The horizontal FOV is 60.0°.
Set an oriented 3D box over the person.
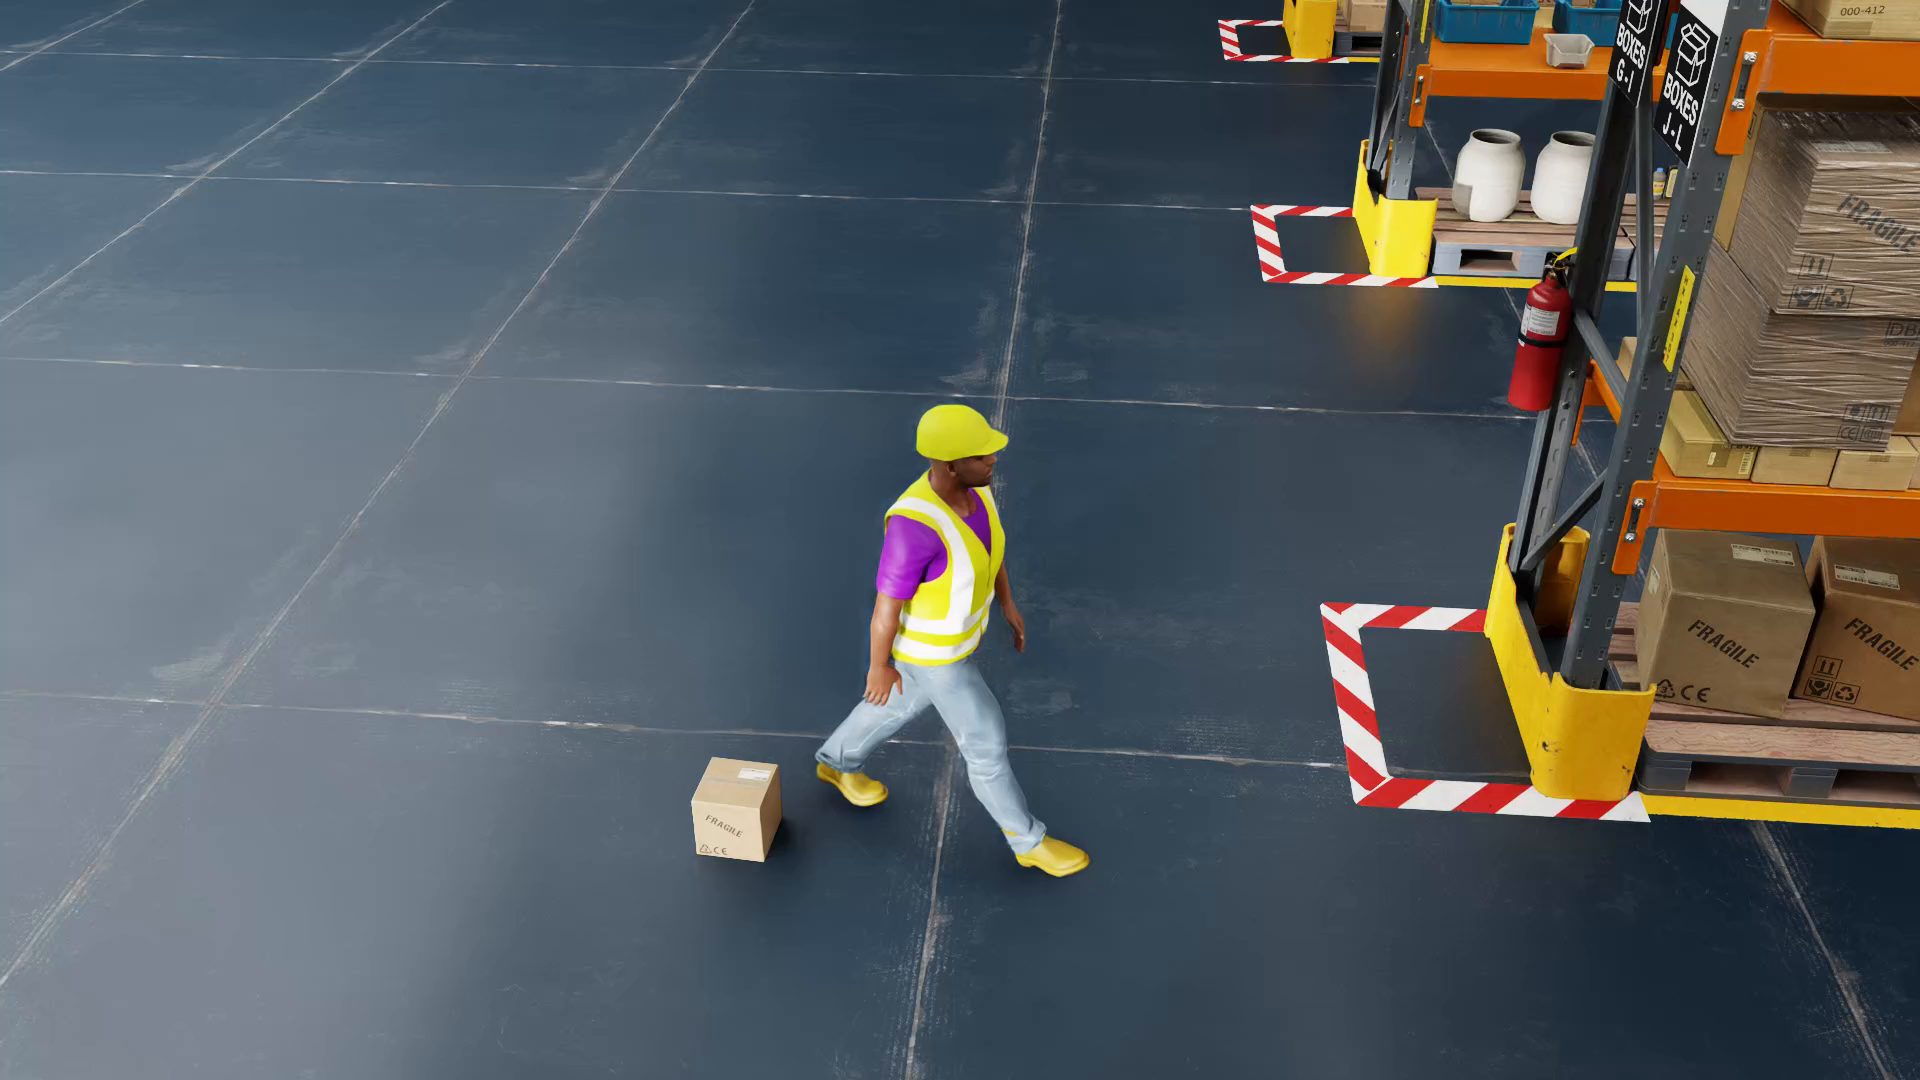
[{"bbox_3d":[-0.021,0.303,5.638,1.100,1.709,0.584,9,33,15],"label":"person"}]
